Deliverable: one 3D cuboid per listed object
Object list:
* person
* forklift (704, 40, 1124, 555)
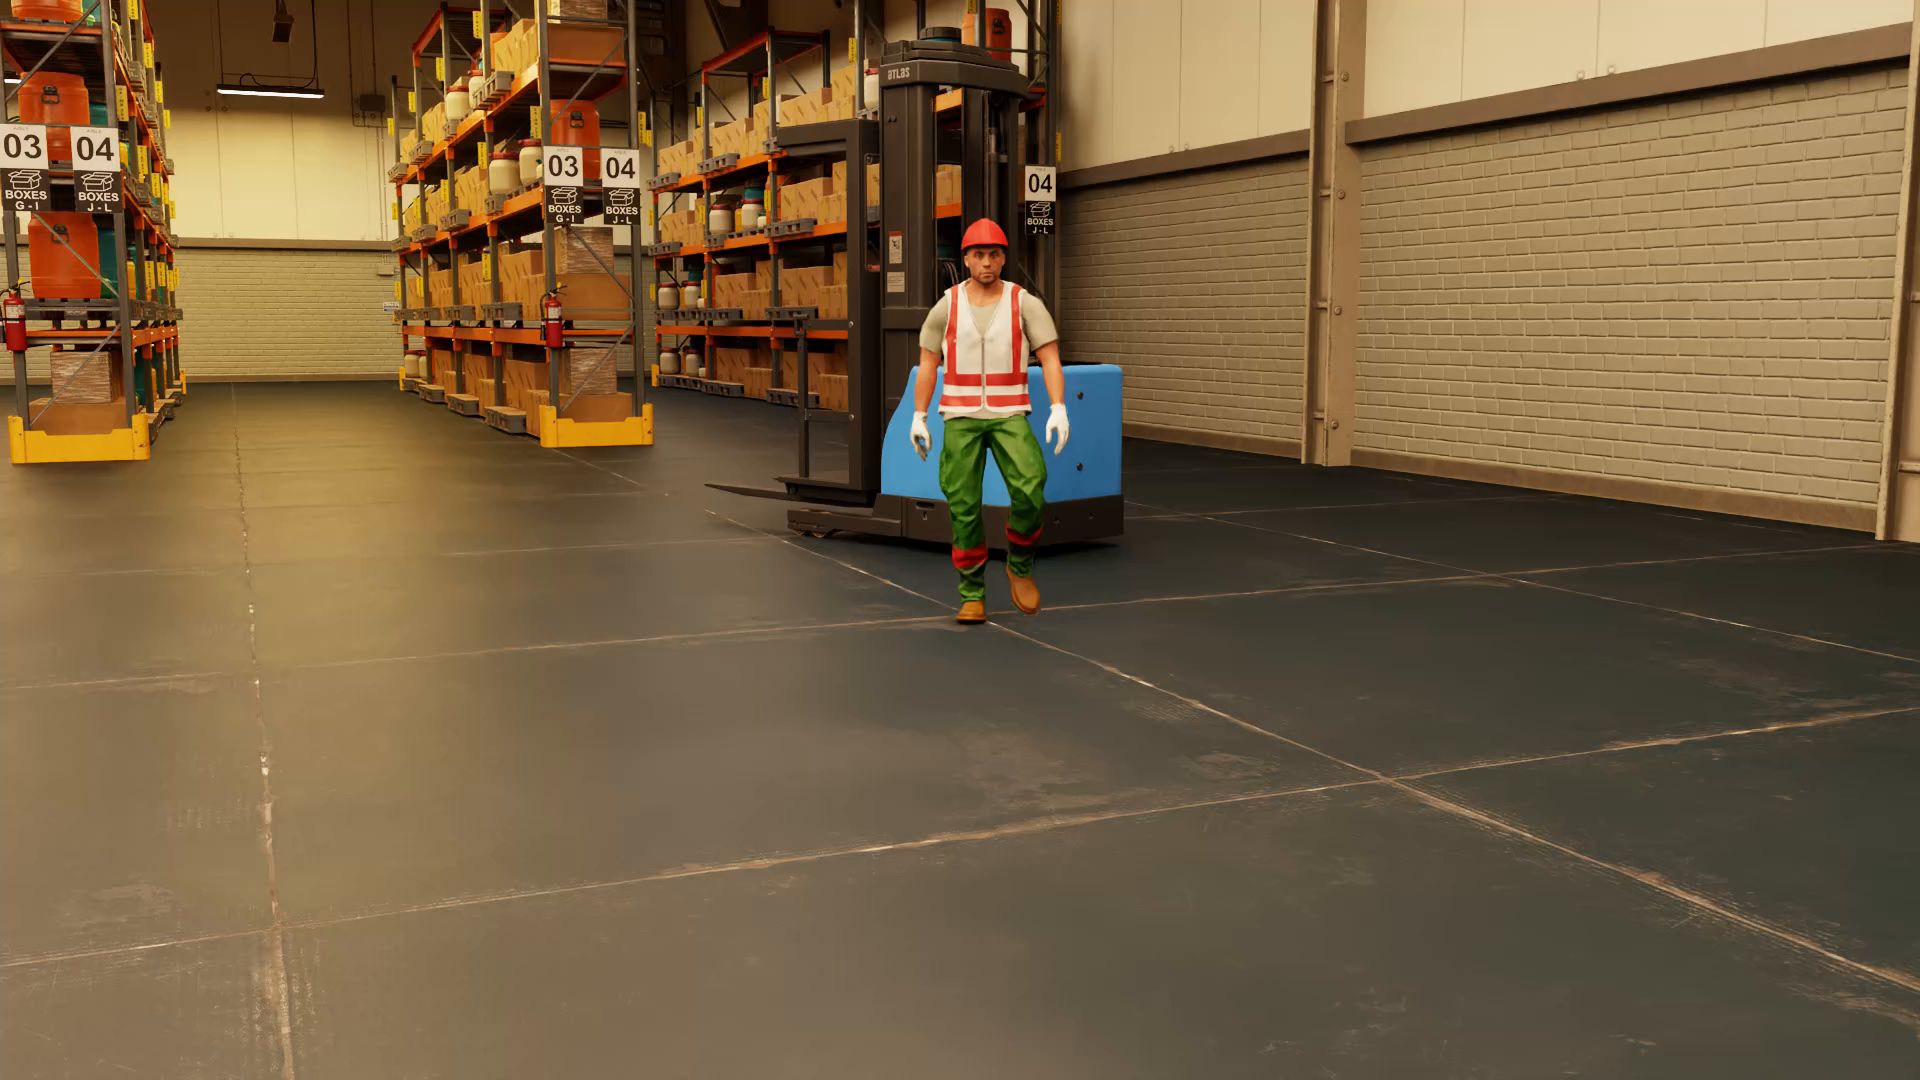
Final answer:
[{"bbox_3d":[0.128,-0.514,7.300,0.713,1.767,0.460,0,8,1],"label":"person"},{"bbox_3d":[-0.436,-1.509,10.383,3.031,2.935,1.130,7,10,44],"label":"forklift"}]
